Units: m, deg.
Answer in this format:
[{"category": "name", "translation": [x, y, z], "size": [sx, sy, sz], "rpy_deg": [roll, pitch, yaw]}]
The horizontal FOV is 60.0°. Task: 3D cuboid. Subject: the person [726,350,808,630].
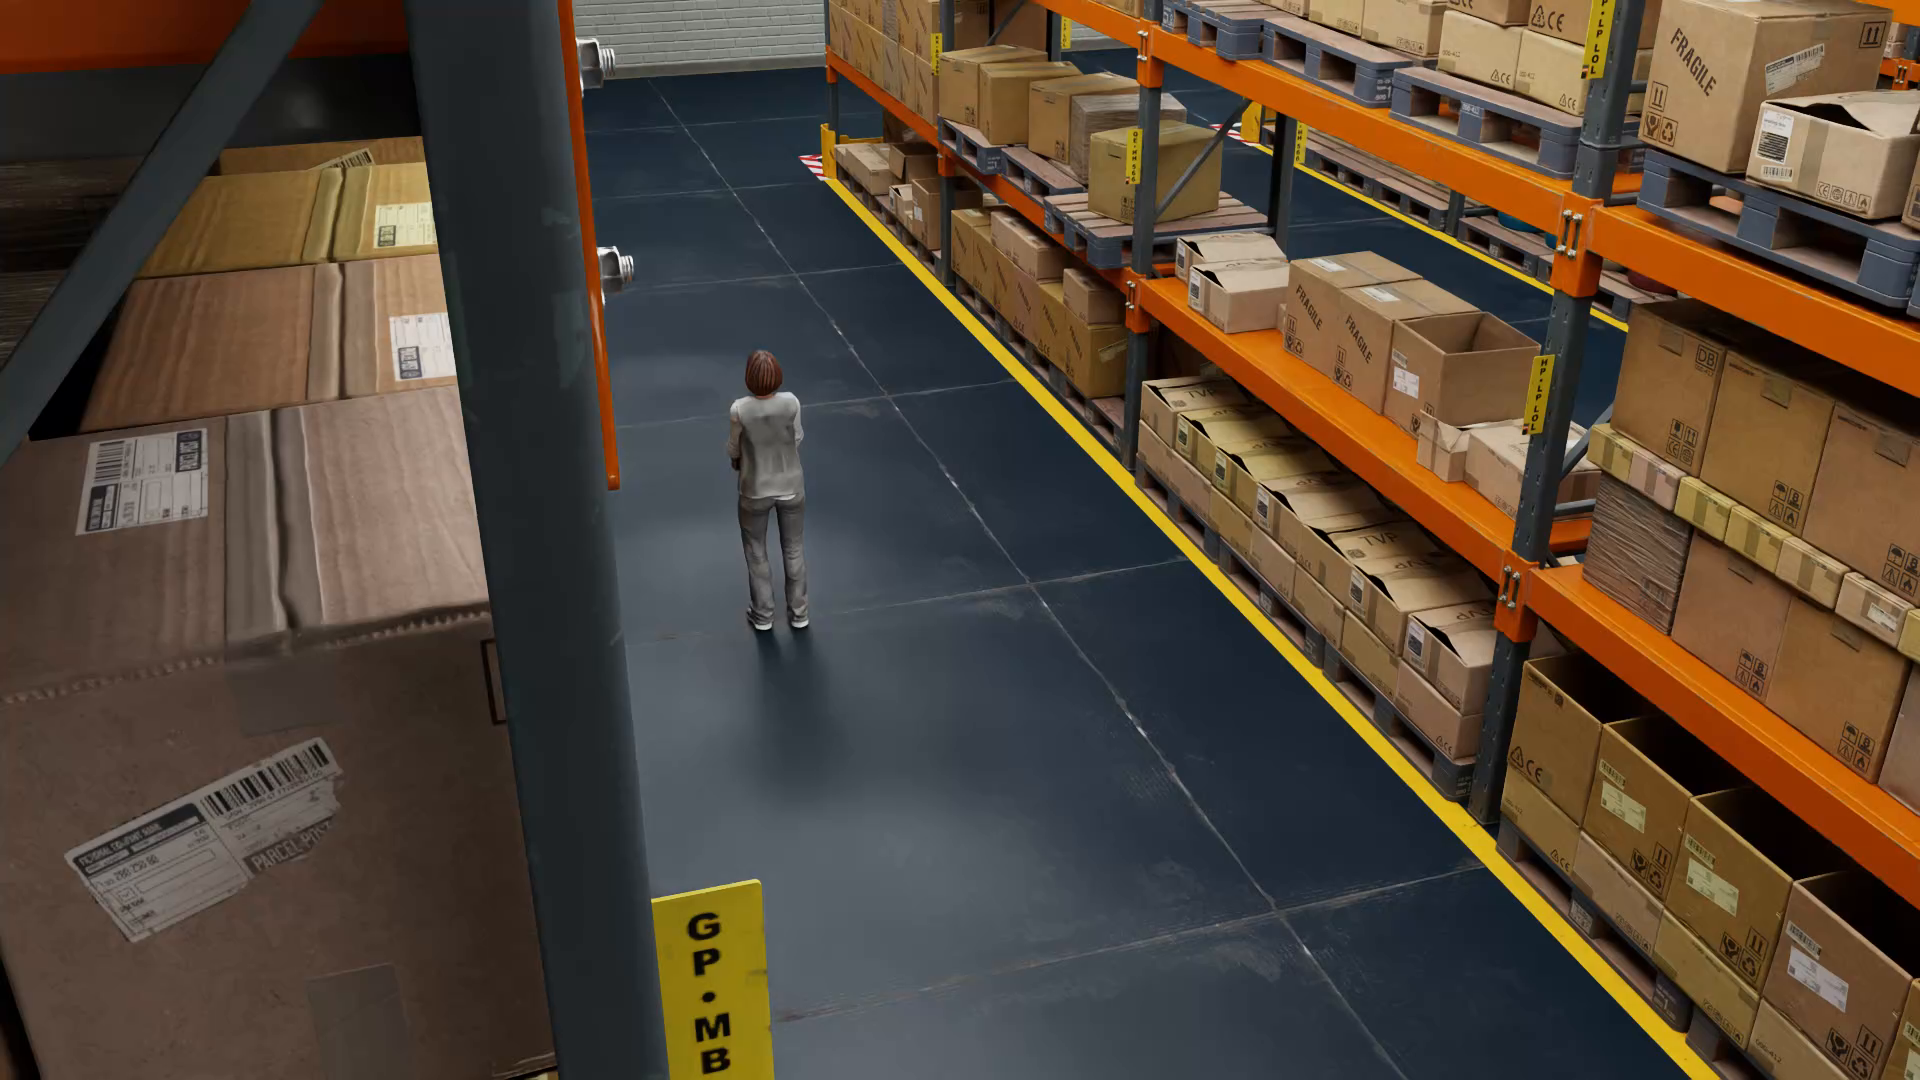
[{"category": "person", "translation": [-1.010, -0.288, 8.705], "size": [0.405, 1.589, 0.498], "rpy_deg": [-8, 28, -15]}]
